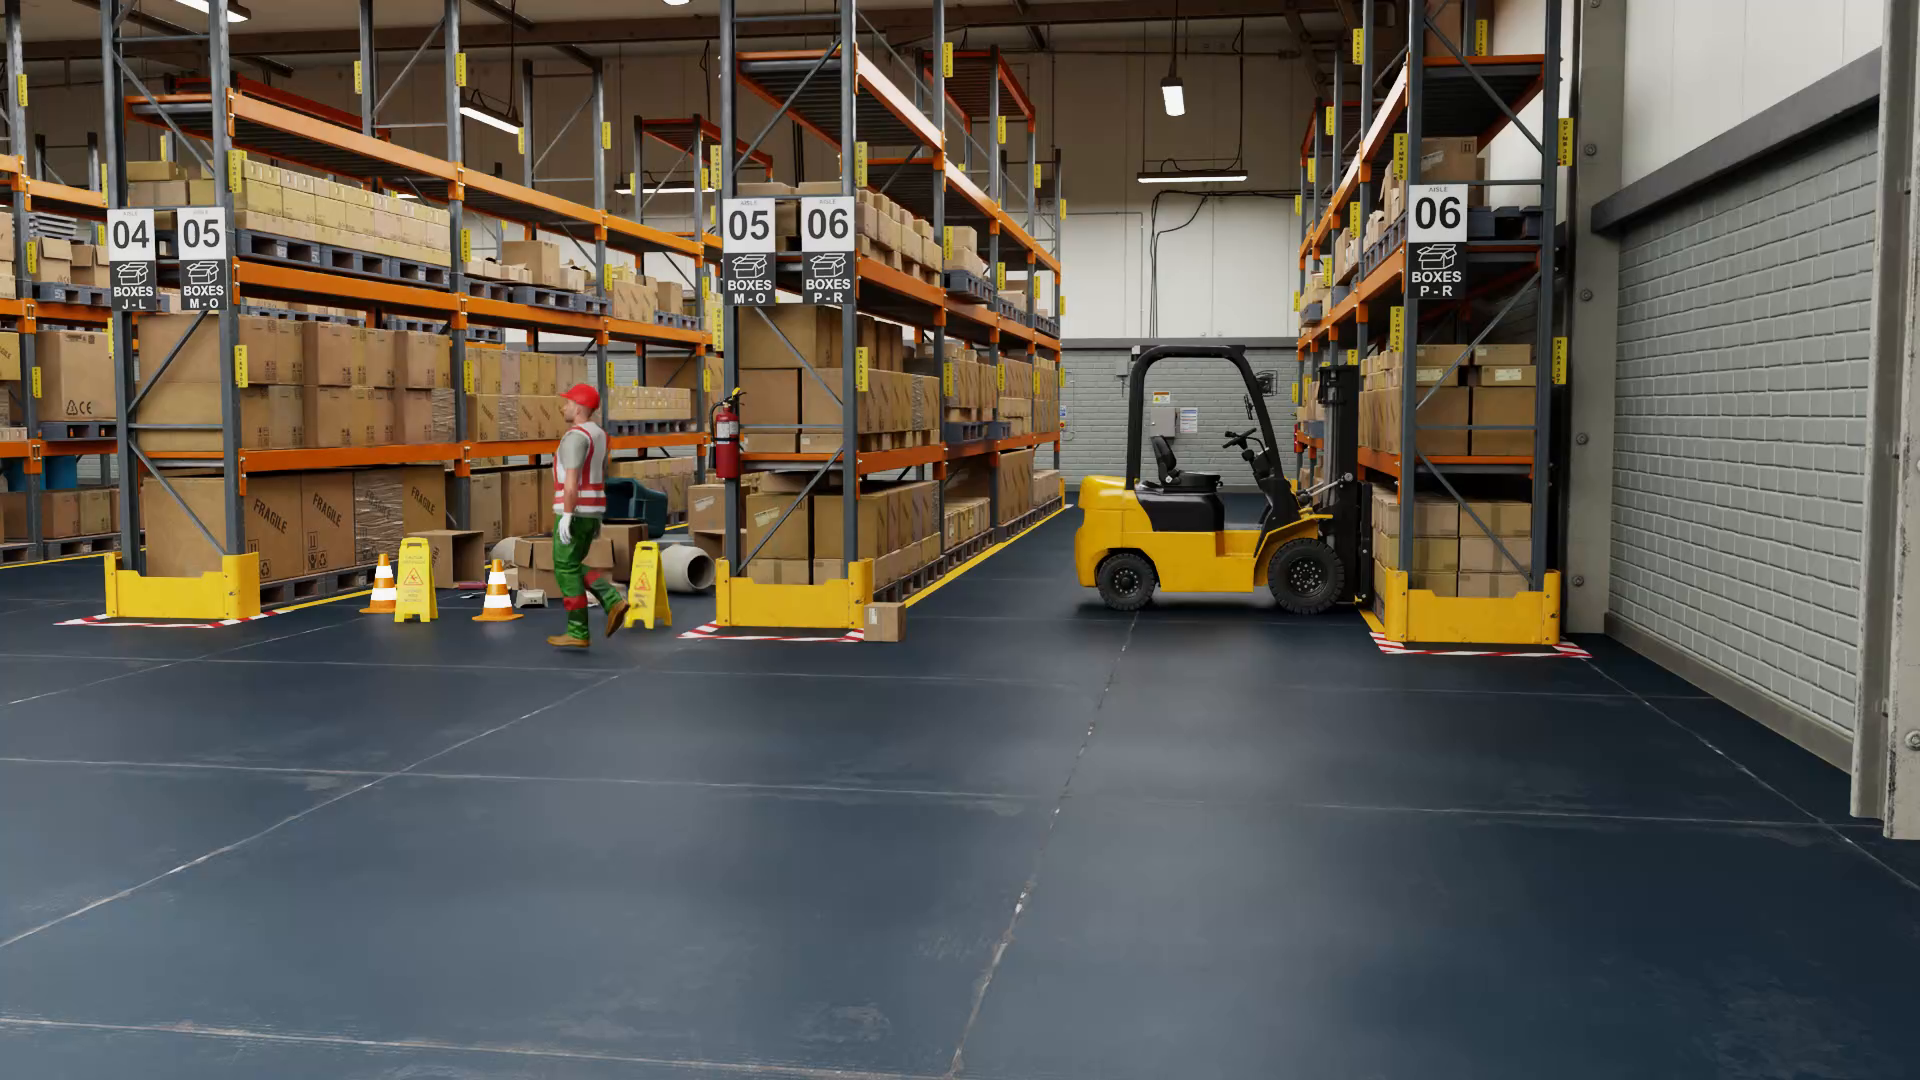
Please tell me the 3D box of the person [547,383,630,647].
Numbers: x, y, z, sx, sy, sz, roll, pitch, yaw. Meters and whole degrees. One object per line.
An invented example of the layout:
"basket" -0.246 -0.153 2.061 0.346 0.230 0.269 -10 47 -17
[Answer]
"person" -2.542 -0.168 11.274 0.535 1.780 0.570 1 4 11
